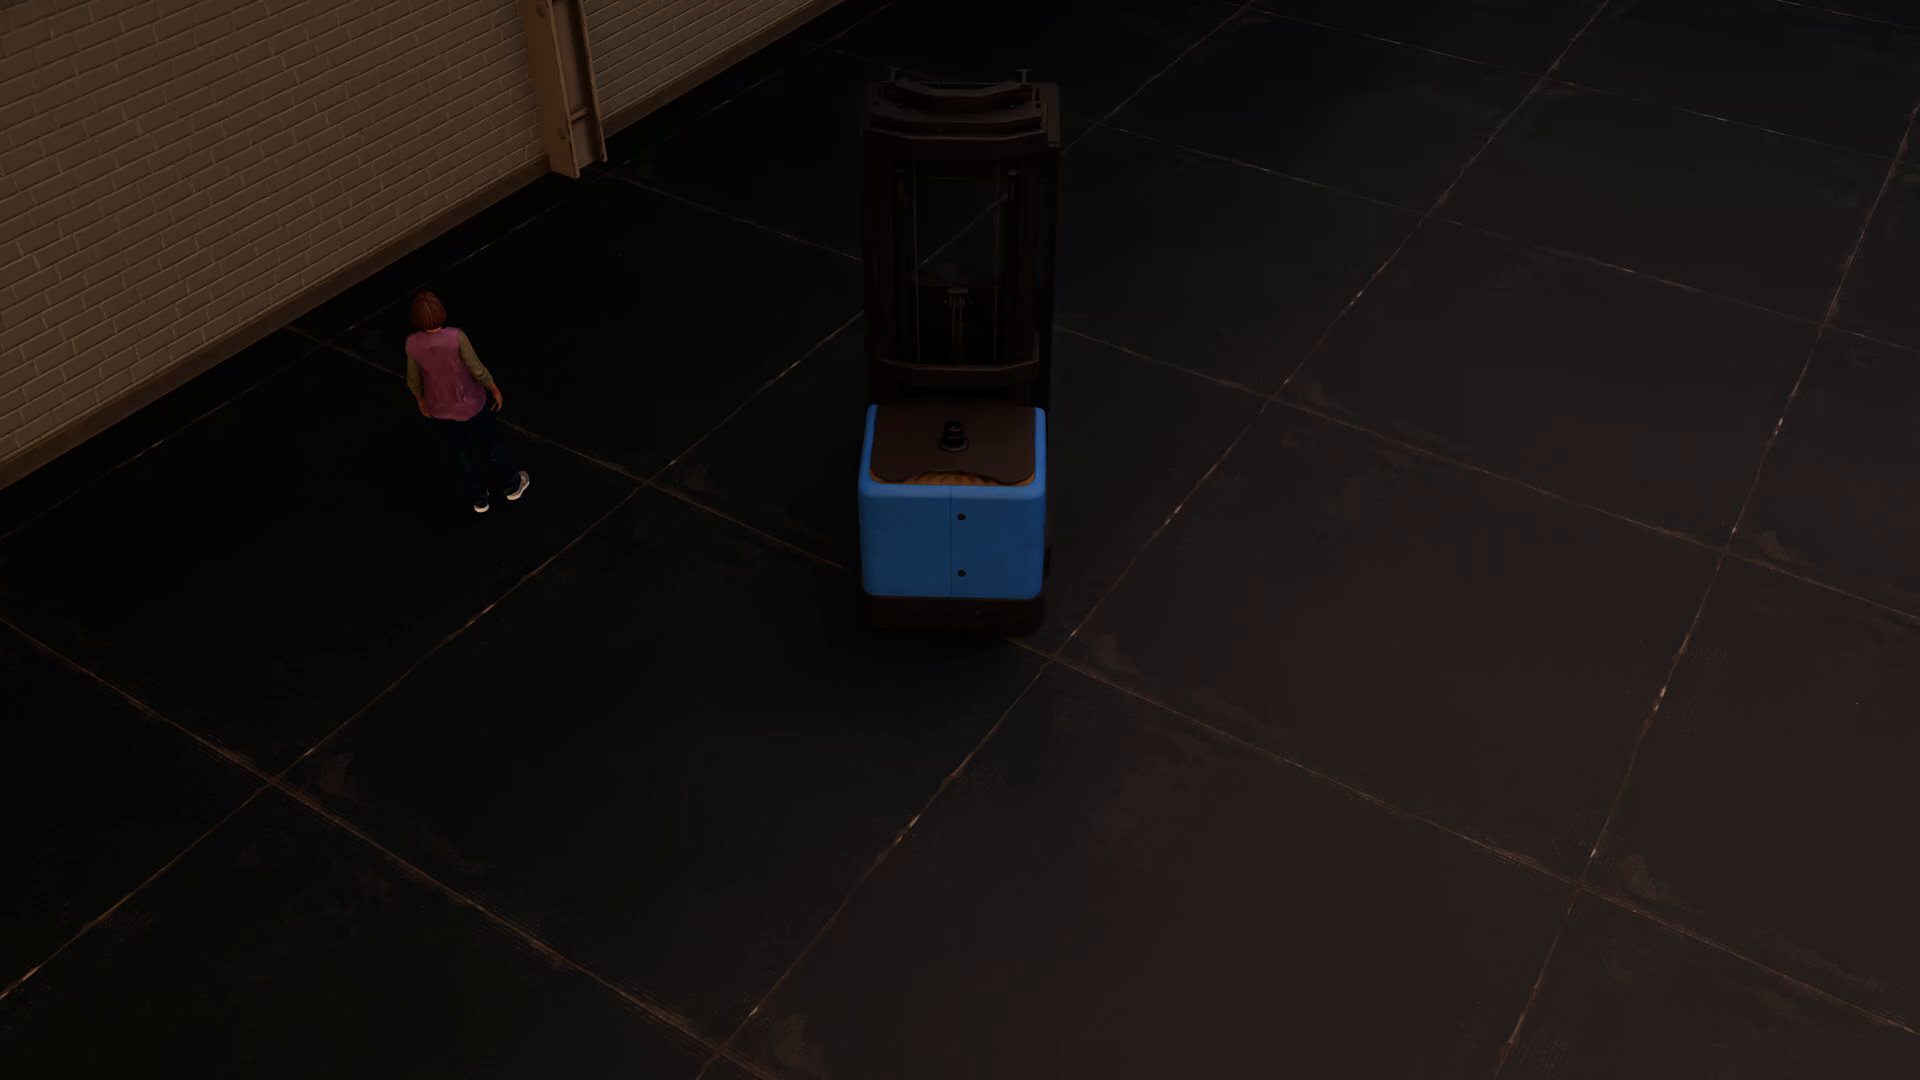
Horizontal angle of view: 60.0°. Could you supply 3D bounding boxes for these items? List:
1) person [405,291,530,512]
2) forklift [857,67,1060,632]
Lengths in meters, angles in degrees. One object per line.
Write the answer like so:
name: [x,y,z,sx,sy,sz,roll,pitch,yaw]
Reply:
person: [-3.000,-0.851,10.004,0.517,1.584,0.476,-3,40,-3]
forklift: [0.002,-1.527,9.768,1.130,2.935,3.031,1,40,1]
